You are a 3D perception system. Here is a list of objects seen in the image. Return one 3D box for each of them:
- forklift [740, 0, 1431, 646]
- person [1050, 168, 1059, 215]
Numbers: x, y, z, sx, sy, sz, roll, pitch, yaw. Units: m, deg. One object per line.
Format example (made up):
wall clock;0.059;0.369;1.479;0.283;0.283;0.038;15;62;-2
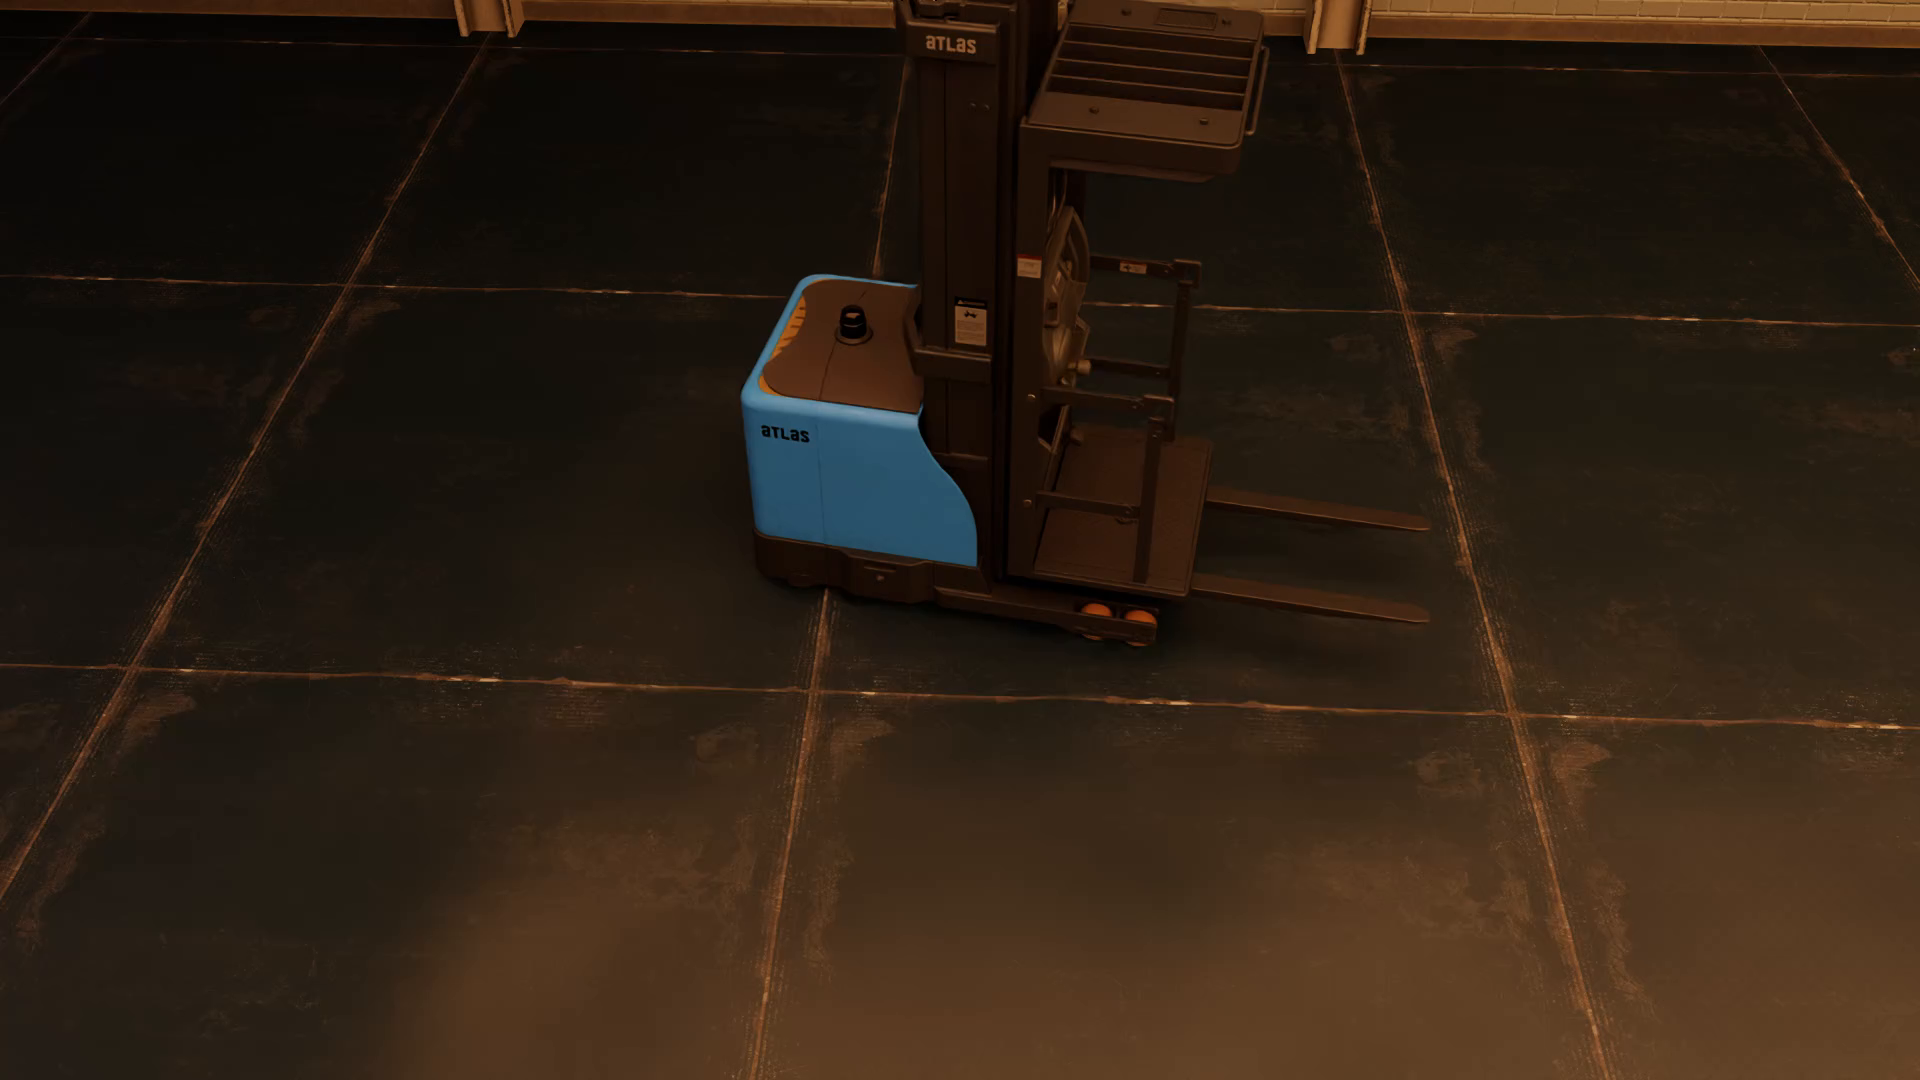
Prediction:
forklift;0.624;-1.004;6.842;3.031;2.935;1.130;8;43;9
person;0.273;-2.002;8.880;0.551;1.760;0.919;-1;42;-1
